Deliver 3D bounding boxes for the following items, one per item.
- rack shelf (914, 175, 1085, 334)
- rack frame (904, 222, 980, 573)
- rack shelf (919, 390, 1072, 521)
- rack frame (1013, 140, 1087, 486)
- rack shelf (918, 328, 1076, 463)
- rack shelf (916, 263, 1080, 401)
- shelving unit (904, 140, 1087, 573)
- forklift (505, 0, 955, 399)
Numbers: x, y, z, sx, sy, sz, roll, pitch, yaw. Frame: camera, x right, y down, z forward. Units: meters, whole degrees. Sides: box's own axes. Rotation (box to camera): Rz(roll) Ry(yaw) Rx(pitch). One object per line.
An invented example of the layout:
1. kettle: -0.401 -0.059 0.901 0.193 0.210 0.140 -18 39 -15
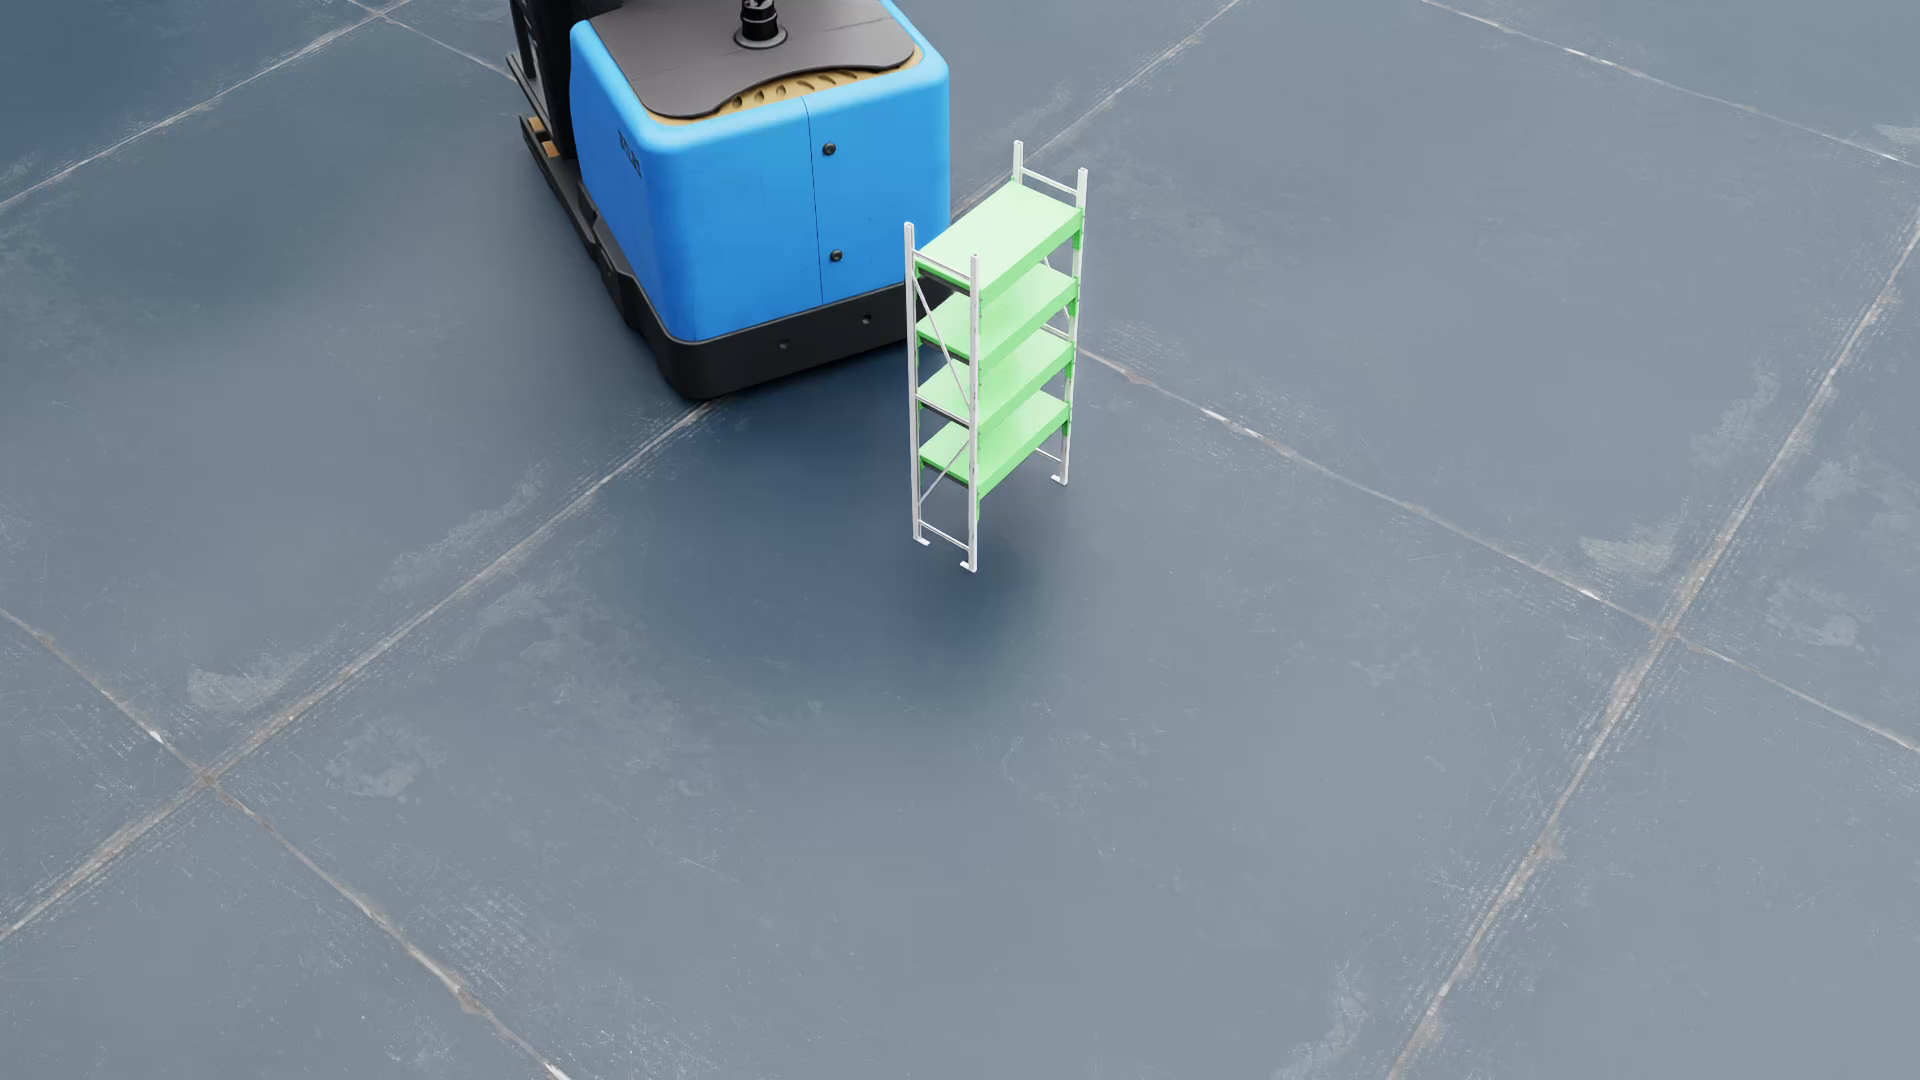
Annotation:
1. rack shelf: 0.101 -0.797 4.606 0.258 0.148 0.480 29 53 25
2. rack frame: -0.048 -0.370 4.773 0.240 1.200 0.015 29 53 25
3. rack shelf: 0.101 -0.299 5.126 0.258 0.148 0.480 29 53 25
4. rack frame: 0.250 -0.649 5.040 0.240 1.200 0.015 29 53 25
5. rack shelf: 0.101 -0.465 4.953 0.258 0.148 0.480 29 53 25
6. rack shelf: 0.101 -0.631 4.779 0.258 0.148 0.480 29 53 25
7. shelving unit: 0.101 -0.509 4.907 0.258 1.200 0.503 29 53 25
8. forklift: -1.114 -2.561 5.669 1.130 2.935 3.031 -19 49 -18
